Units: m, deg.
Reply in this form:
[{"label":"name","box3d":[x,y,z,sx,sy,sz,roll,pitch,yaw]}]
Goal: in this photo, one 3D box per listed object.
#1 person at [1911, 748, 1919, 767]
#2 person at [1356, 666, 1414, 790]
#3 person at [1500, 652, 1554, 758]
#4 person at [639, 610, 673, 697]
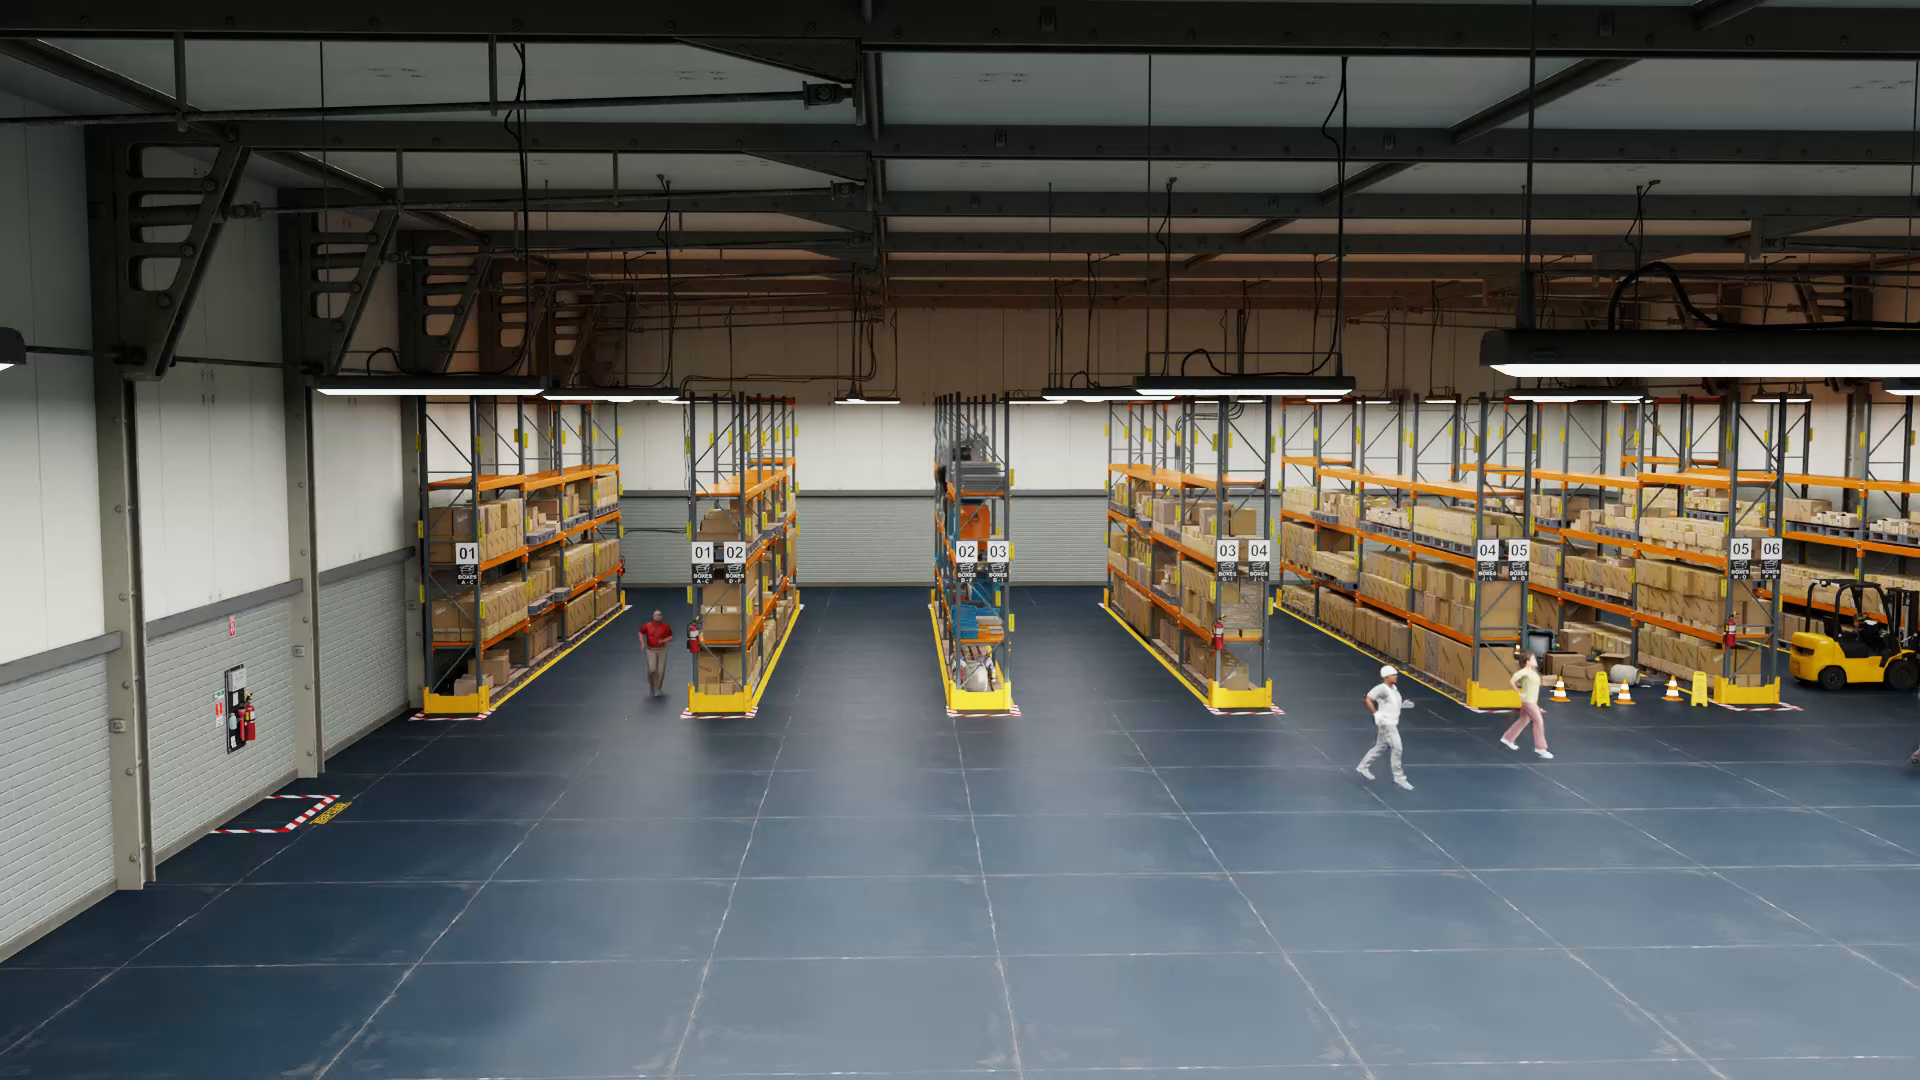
[{"label":"person","box3d":[15.166,2.795,25.641,0.875,1.757,0.641,4,6,39]},{"label":"person","box3d":[6.441,2.811,25.140,0.880,1.836,0.667,2,5,24]},{"label":"person","box3d":[9.329,2.683,27.304,0.881,1.699,0.557,3,5,31]},{"label":"person","box3d":[-5.984,2.243,32.805,0.652,1.717,0.653,-1,5,-16]}]
